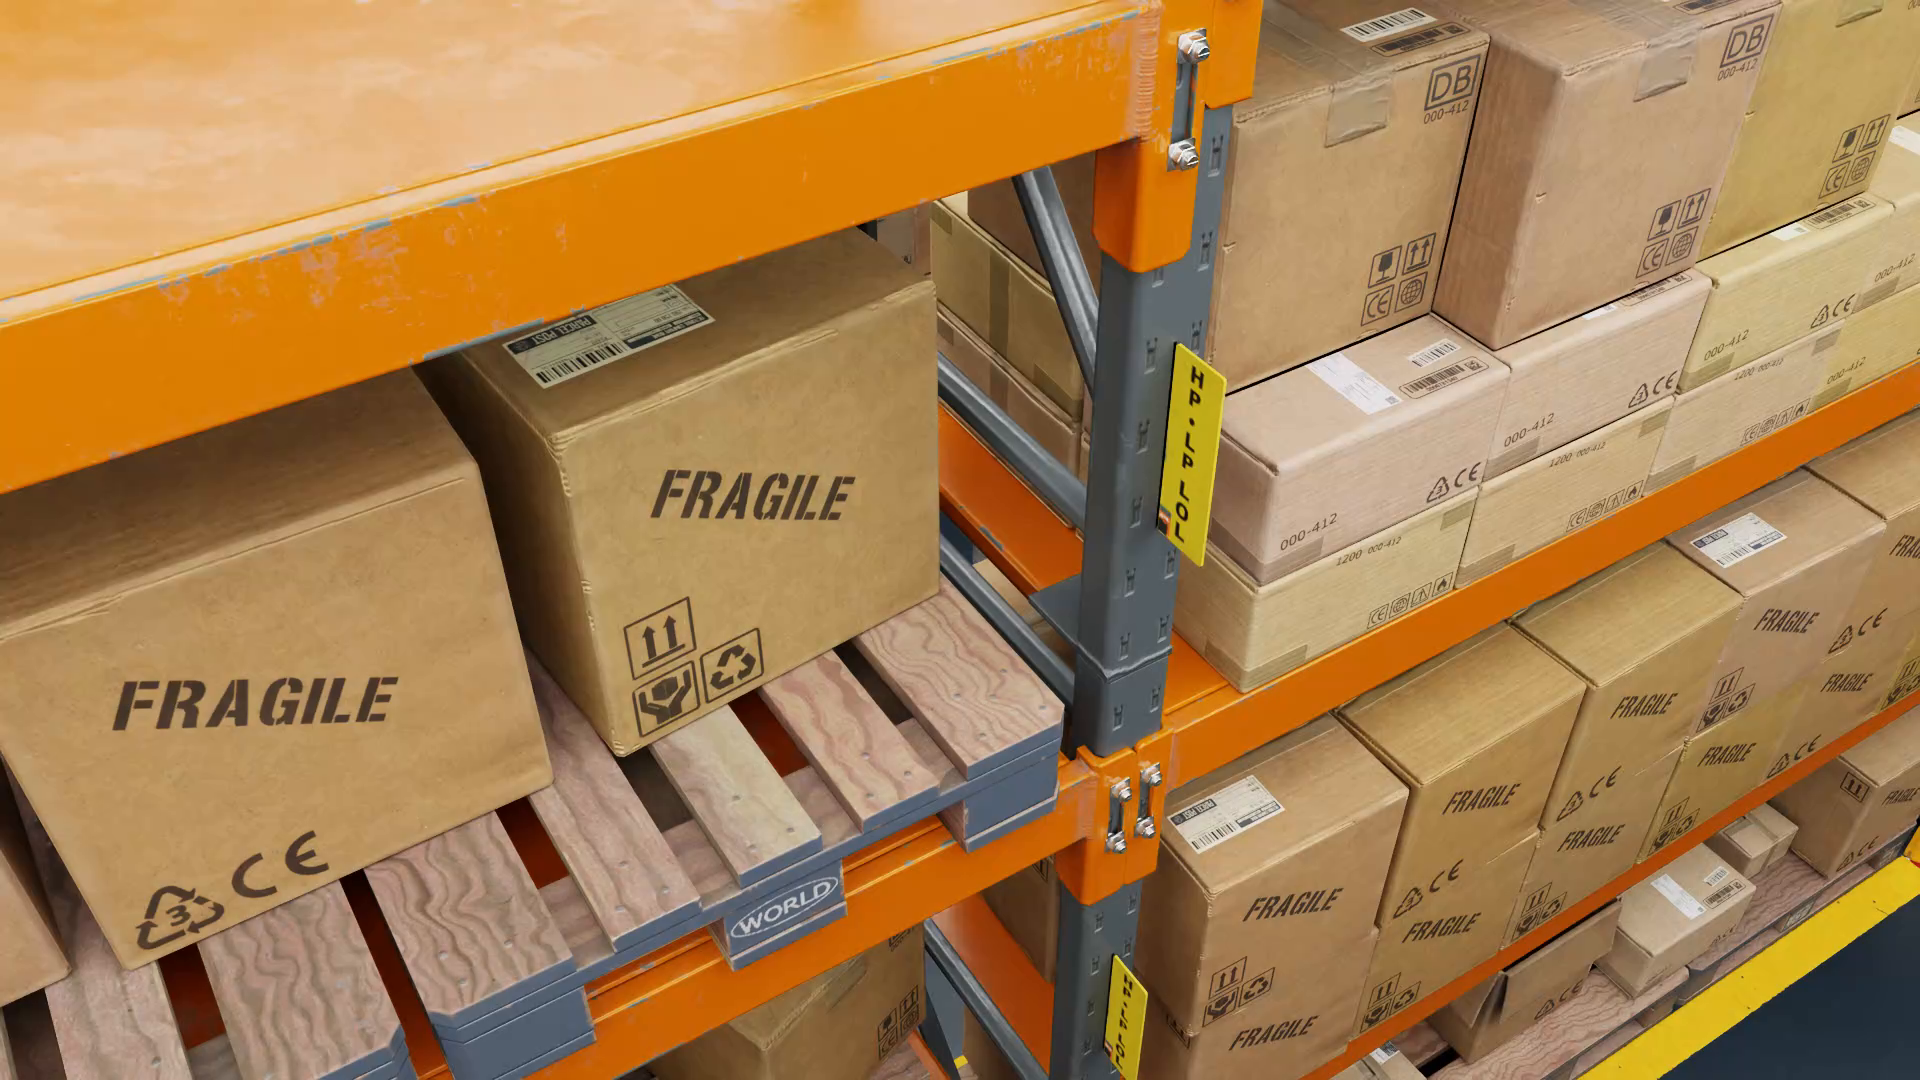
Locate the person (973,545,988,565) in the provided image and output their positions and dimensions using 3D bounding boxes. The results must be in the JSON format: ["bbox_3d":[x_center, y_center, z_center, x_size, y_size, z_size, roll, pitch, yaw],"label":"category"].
[{"bbox_3d":[0.272,-0.423,6.624,0.534,1.688,0.450,-22,46,-23],"label":"person"}]
